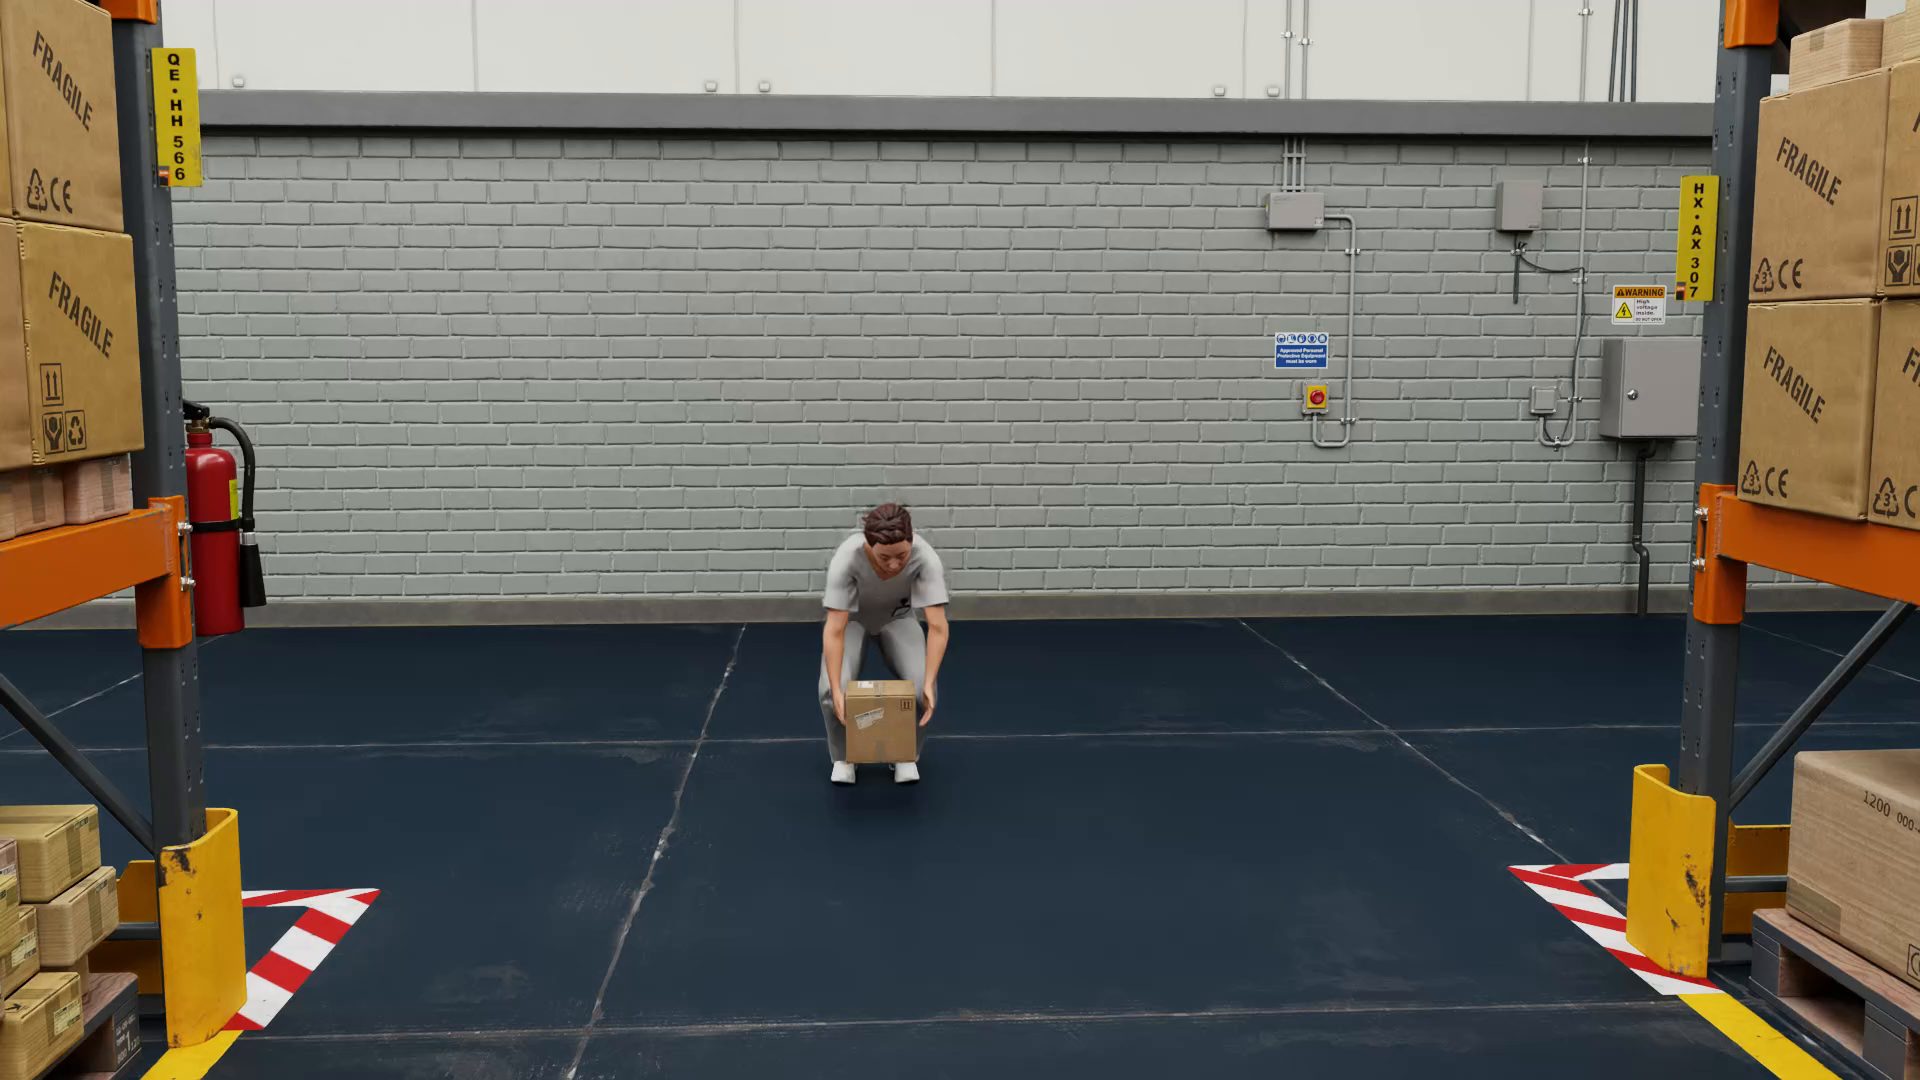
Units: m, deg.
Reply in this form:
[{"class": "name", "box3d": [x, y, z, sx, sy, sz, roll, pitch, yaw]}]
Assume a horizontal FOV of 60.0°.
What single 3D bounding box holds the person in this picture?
[{"class": "person", "box3d": [-0.296, 0.387, 6.400, 0.496, 1.116, 0.747, 0, 7, -4]}]
